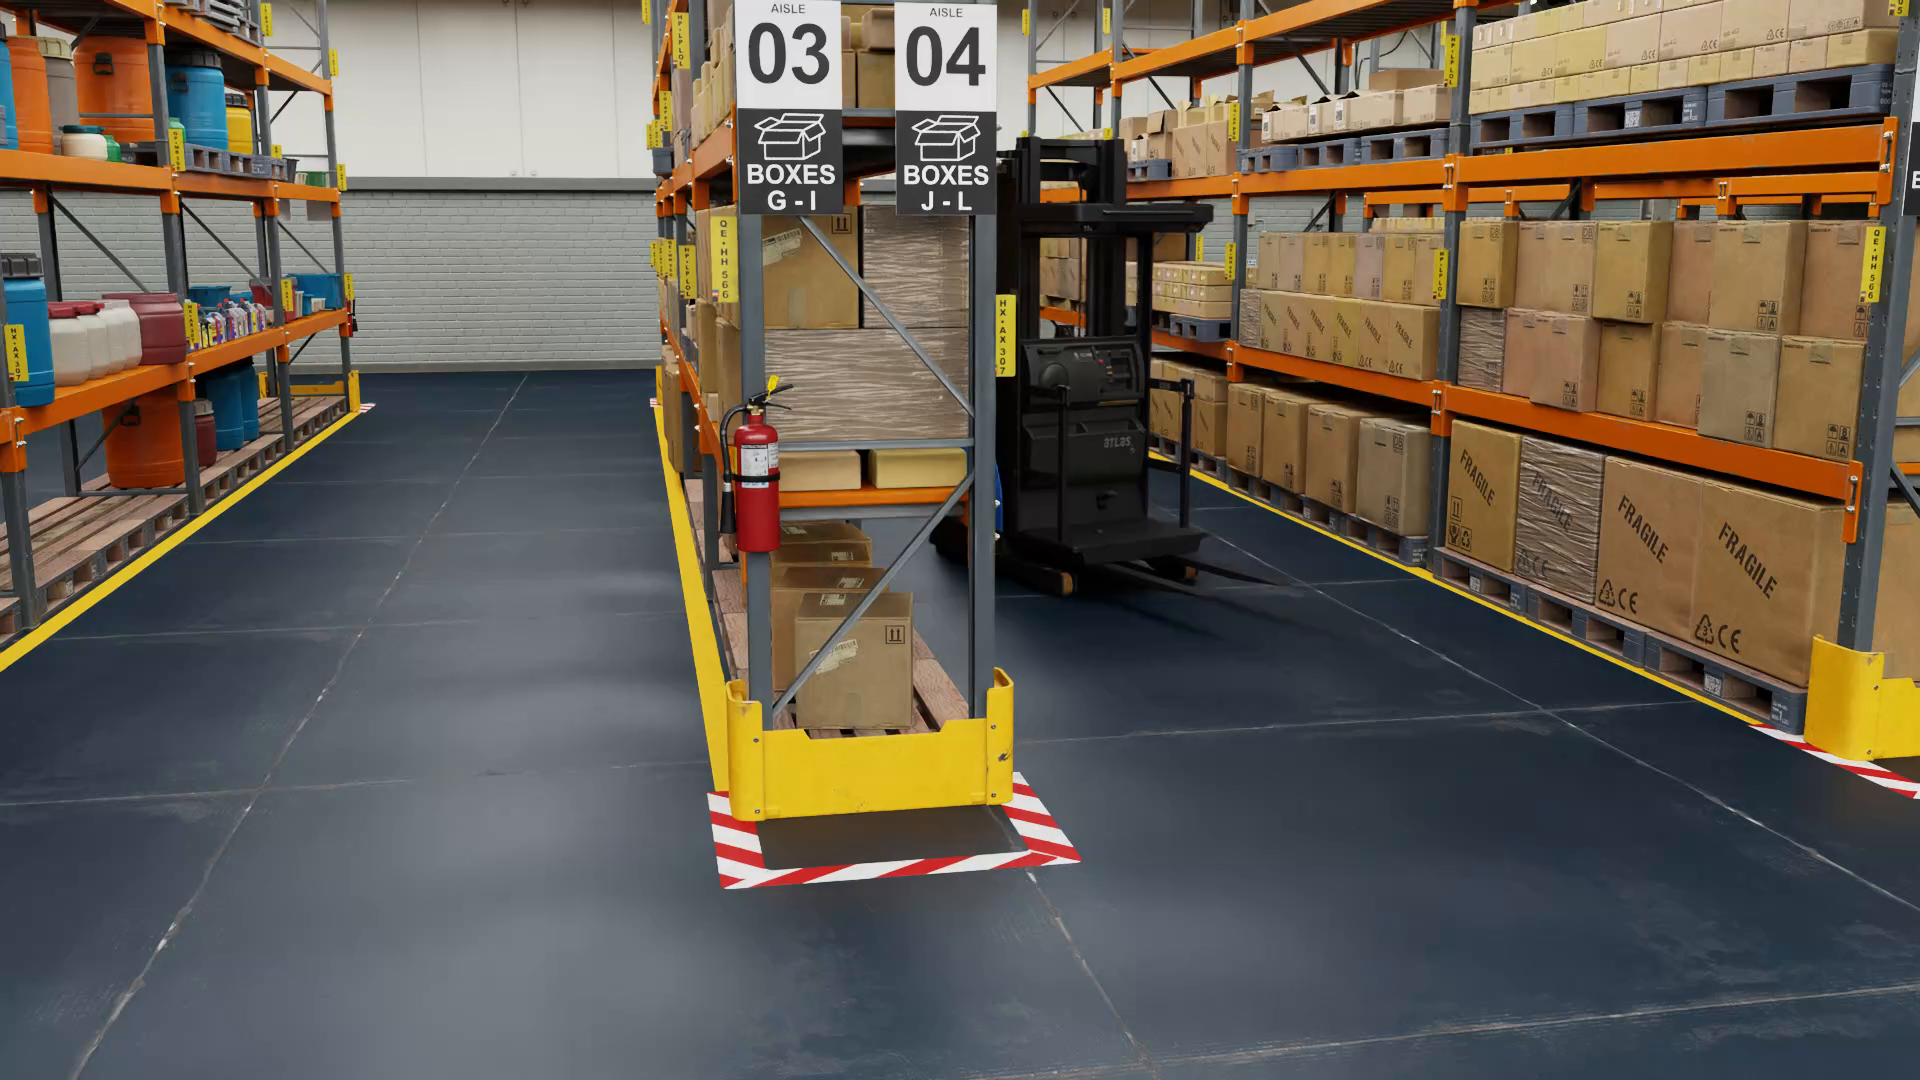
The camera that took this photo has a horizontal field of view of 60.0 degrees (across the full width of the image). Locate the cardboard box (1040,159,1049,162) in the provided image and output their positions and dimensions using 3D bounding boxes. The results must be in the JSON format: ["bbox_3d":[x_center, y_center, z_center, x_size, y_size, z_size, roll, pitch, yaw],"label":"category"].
[{"bbox_3d":[1.347,-4.929,21.614,0.500,0.250,0.500,-2,11,-12],"label":"cardboard box"}]

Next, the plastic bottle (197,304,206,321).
[{"bbox_3d":[-6.961,-1.981,15.213,0.144,0.351,0.185,-2,11,-11],"label":"plastic bottle"}]

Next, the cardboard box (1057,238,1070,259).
[{"bbox_3d":[1.527,-3.782,20.808,0.500,0.500,0.500,-2,11,-13],"label":"cardboard box"}]

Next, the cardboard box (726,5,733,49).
[{"bbox_3d":[-0.719,-2.008,6.539,0.380,0.149,0.250,-2,11,-11],"label":"cardboard box"}]

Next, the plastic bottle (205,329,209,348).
[{"bbox_3d":[-6.652,-1.785,14.586,0.097,0.201,0.097,0,11,0],"label":"plastic bottle"}]

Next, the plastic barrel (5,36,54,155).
[{"bbox_3d":[-6.700,-3.066,11.613,0.600,0.830,0.708,-2,11,-11],"label":"plastic barrel"}]

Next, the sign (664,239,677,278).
[{"bbox_3d":[-2.459,-2.388,14.126,0.100,0.325,0.005,-2,11,-11],"label":"sign"}]

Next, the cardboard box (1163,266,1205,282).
[{"bbox_3d":[2.230,-2.638,16.492,0.380,0.149,0.250,-2,11,-11],"label":"cardboard box"}]

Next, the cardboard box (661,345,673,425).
[{"bbox_3d":[-2.549,-1.620,17.744,1.225,0.875,0.875,-2,11,-11],"label":"cardboard box"}]

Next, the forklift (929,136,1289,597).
[{"bbox_3d":[0.949,-1.167,10.990,1.130,2.935,3.031,-6,12,-30],"label":"forklift"}]

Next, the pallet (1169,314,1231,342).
[{"bbox_3d":[2.727,-2.035,15.878,1.213,0.211,1.003,-2,11,-11],"label":"pallet"}]

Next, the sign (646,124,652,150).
[{"bbox_3d":[-4.017,-5.230,21.582,0.100,0.325,0.005,-2,11,-11],"label":"sign"}]

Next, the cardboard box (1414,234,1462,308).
[{"bbox_3d":[3.645,-1.900,11.714,0.700,0.500,0.500,-2,11,-12],"label":"cardboard box"}]

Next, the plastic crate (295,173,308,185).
[{"bbox_3d":[-7.684,-4.102,18.906,0.437,0.136,0.530,-2,11,-11],"label":"plastic crate"}]

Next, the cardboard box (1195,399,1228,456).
[{"bbox_3d":[2.585,-1.092,15.972,0.500,0.500,0.500,-2,11,-11],"label":"cardboard box"}]

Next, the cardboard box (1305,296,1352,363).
[{"bbox_3d":[3.086,-1.682,13.244,0.500,0.500,0.500,-2,11,-12],"label":"cardboard box"}]

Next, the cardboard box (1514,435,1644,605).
[{"bbox_3d":[3.980,-0.148,10.011,0.875,0.875,0.875,-2,11,-11],"label":"cardboard box"}]

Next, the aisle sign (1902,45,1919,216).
[{"bbox_3d":[4.245,-1.788,7.116,0.394,0.787,0.004,-2,11,-11],"label":"aisle sign"}]

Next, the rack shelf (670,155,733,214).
[{"bbox_3d":[-1.526,-2.594,12.203,1.077,0.370,4.000,-2,11,-11],"label":"rack shelf"}]

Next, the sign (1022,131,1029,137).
[{"bbox_3d":[0.881,-5.353,22.437,0.100,0.325,0.005,-2,11,-11],"label":"sign"}]

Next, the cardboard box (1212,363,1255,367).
[{"bbox_3d":[2.891,-1.668,16.997,0.500,0.250,0.500,-2,11,-11],"label":"cardboard box"}]

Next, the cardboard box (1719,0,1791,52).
[{"bbox_3d":[4.060,-2.508,8.042,0.500,0.250,0.500,-2,11,-11],"label":"cardboard box"}]

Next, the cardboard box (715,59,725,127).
[{"bbox_3d":[-0.802,-1.944,7.265,0.500,0.250,0.500,-2,11,-11],"label":"cardboard box"}]

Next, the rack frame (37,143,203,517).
[{"bbox_3d":[-6.774,-1.660,13.397,1.000,3.000,0.127,-2,11,-11],"label":"rack frame"}]

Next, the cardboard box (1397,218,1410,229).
[{"bbox_3d":[6.175,-4.307,22.626,0.380,0.149,0.250,-2,11,-13],"label":"cardboard box"}]

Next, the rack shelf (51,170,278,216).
[{"bbox_3d":[-7.163,-3.147,15.111,1.077,0.370,4.000,-2,11,-11],"label":"rack shelf"}]

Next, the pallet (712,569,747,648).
[{"bbox_3d":[-0.972,0.385,10.109,1.003,0.211,1.213,-2,11,-11],"label":"pallet"}]

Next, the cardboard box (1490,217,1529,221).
[{"bbox_3d":[6.655,-3.838,20.164,0.380,0.149,0.250,-2,11,-12],"label":"cardboard box"}]

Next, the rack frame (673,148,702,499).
[{"bbox_3d":[-1.915,-1.840,14.343,1.000,3.000,0.127,-2,11,-11],"label":"rack frame"}]

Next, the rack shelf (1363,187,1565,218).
[{"bbox_3d":[6.639,-4.421,21.805,1.077,0.370,4.000,-2,11,-11],"label":"rack shelf"}]

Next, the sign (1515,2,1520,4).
[{"bbox_3d":[6.478,-6.402,19.346,0.100,0.325,0.005,-2,11,-11],"label":"sign"}]

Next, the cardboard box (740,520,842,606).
[{"bbox_3d":[-0.980,0.094,9.740,0.500,0.500,0.500,1,11,7],"label":"cardboard box"}]

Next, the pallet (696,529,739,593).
[{"bbox_3d":[-1.290,0.120,11.500,1.003,0.211,1.213,-2,11,-11],"label":"pallet"}]

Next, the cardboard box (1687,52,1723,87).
[{"bbox_3d":[3.930,-2.376,8.416,0.380,0.149,0.250,-2,11,-12],"label":"cardboard box"}]

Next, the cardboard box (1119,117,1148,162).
[{"bbox_3d":[2.158,-4.391,18.333,0.700,0.500,0.500,-2,11,-11],"label":"cardboard box"}]

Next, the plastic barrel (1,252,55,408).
[{"bbox_3d":[-5.774,-1.255,9.926,0.600,0.901,0.708,-2,11,-11],"label":"plastic barrel"}]

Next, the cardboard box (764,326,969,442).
[{"bbox_3d":[-0.439,-0.670,7.133,0.875,0.500,0.500,-2,11,-11],"label":"cardboard box"}]

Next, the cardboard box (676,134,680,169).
[{"bbox_3d":[-1.974,-3.051,13.081,0.500,0.250,0.500,-2,11,-10],"label":"cardboard box"}]

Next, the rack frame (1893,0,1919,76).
[{"bbox_3d":[4.526,-3.482,6.924,1.000,3.000,0.127,-2,11,-11],"label":"rack frame"}]

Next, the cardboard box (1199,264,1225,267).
[{"bbox_3d":[2.714,-2.805,17.371,0.380,0.149,0.250,-3,11,-14],"label":"cardboard box"}]

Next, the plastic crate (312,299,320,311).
[{"bbox_3d":[-7.951,-2.831,20.092,0.396,0.136,0.243,-2,11,-11],"label":"plastic crate"}]

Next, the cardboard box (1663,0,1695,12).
[{"bbox_3d":[3.880,-2.815,8.590,0.380,0.149,0.250,-2,11,-12],"label":"cardboard box"}]

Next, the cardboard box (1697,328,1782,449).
[{"bbox_3d":[4.281,-0.775,8.346,0.875,0.550,0.550,-2,11,-11],"label":"cardboard box"}]

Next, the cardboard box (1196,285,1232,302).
[{"bbox_3d":[2.427,-2.305,15.539,0.380,0.149,0.250,-2,11,-10],"label":"cardboard box"}]

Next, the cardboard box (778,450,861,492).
[{"bbox_3d":[-0.617,-0.294,6.893,0.380,0.149,0.250,-2,11,-11],"label":"cardboard box"}]

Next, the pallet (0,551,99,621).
[{"bbox_3d":[-6.186,0.301,10.553,1.003,0.211,1.213,-2,11,-11],"label":"pallet"}]

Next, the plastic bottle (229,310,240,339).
[{"bbox_3d":[-6.917,-2.046,15.754,0.152,0.276,0.135,-2,11,-11],"label":"plastic bottle"}]

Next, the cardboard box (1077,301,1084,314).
[{"bbox_3d":[1.648,-2.848,20.308,0.380,0.149,0.250,-3,11,-13],"label":"cardboard box"}]

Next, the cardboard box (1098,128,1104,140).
[{"bbox_3d":[1.801,-4.673,19.200,0.380,0.149,0.250,-2,11,-10],"label":"cardboard box"}]

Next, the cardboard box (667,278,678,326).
[{"bbox_3d":[-2.849,-2.530,17.697,0.500,0.500,0.500,-2,11,-11],"label":"cardboard box"}]

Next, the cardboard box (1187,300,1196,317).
[{"bbox_3d":[2.376,-2.204,15.805,0.380,0.149,0.250,-2,11,-11],"label":"cardboard box"}]

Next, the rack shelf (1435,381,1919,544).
[{"bbox_3d":[4.137,-0.548,9.479,1.077,0.370,4.000,-2,11,-11],"label":"rack shelf"}]

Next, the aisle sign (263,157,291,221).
[{"bbox_3d":[-8.635,-4.407,20.875,0.394,0.787,0.004,-2,11,-11],"label":"aisle sign"}]

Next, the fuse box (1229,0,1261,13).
[{"bbox_3d":[4.887,-9.206,28.440,0.513,0.334,0.176,-2,11,-11],"label":"fuse box"}]

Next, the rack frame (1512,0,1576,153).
[{"bbox_3d":[7.028,-5.881,19.530,1.000,3.000,0.127,-2,11,-11],"label":"rack frame"}]

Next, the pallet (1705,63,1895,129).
[{"bbox_3d":[4.371,-2.101,7.926,1.003,0.211,1.213,-2,11,-11],"label":"pallet"}]
